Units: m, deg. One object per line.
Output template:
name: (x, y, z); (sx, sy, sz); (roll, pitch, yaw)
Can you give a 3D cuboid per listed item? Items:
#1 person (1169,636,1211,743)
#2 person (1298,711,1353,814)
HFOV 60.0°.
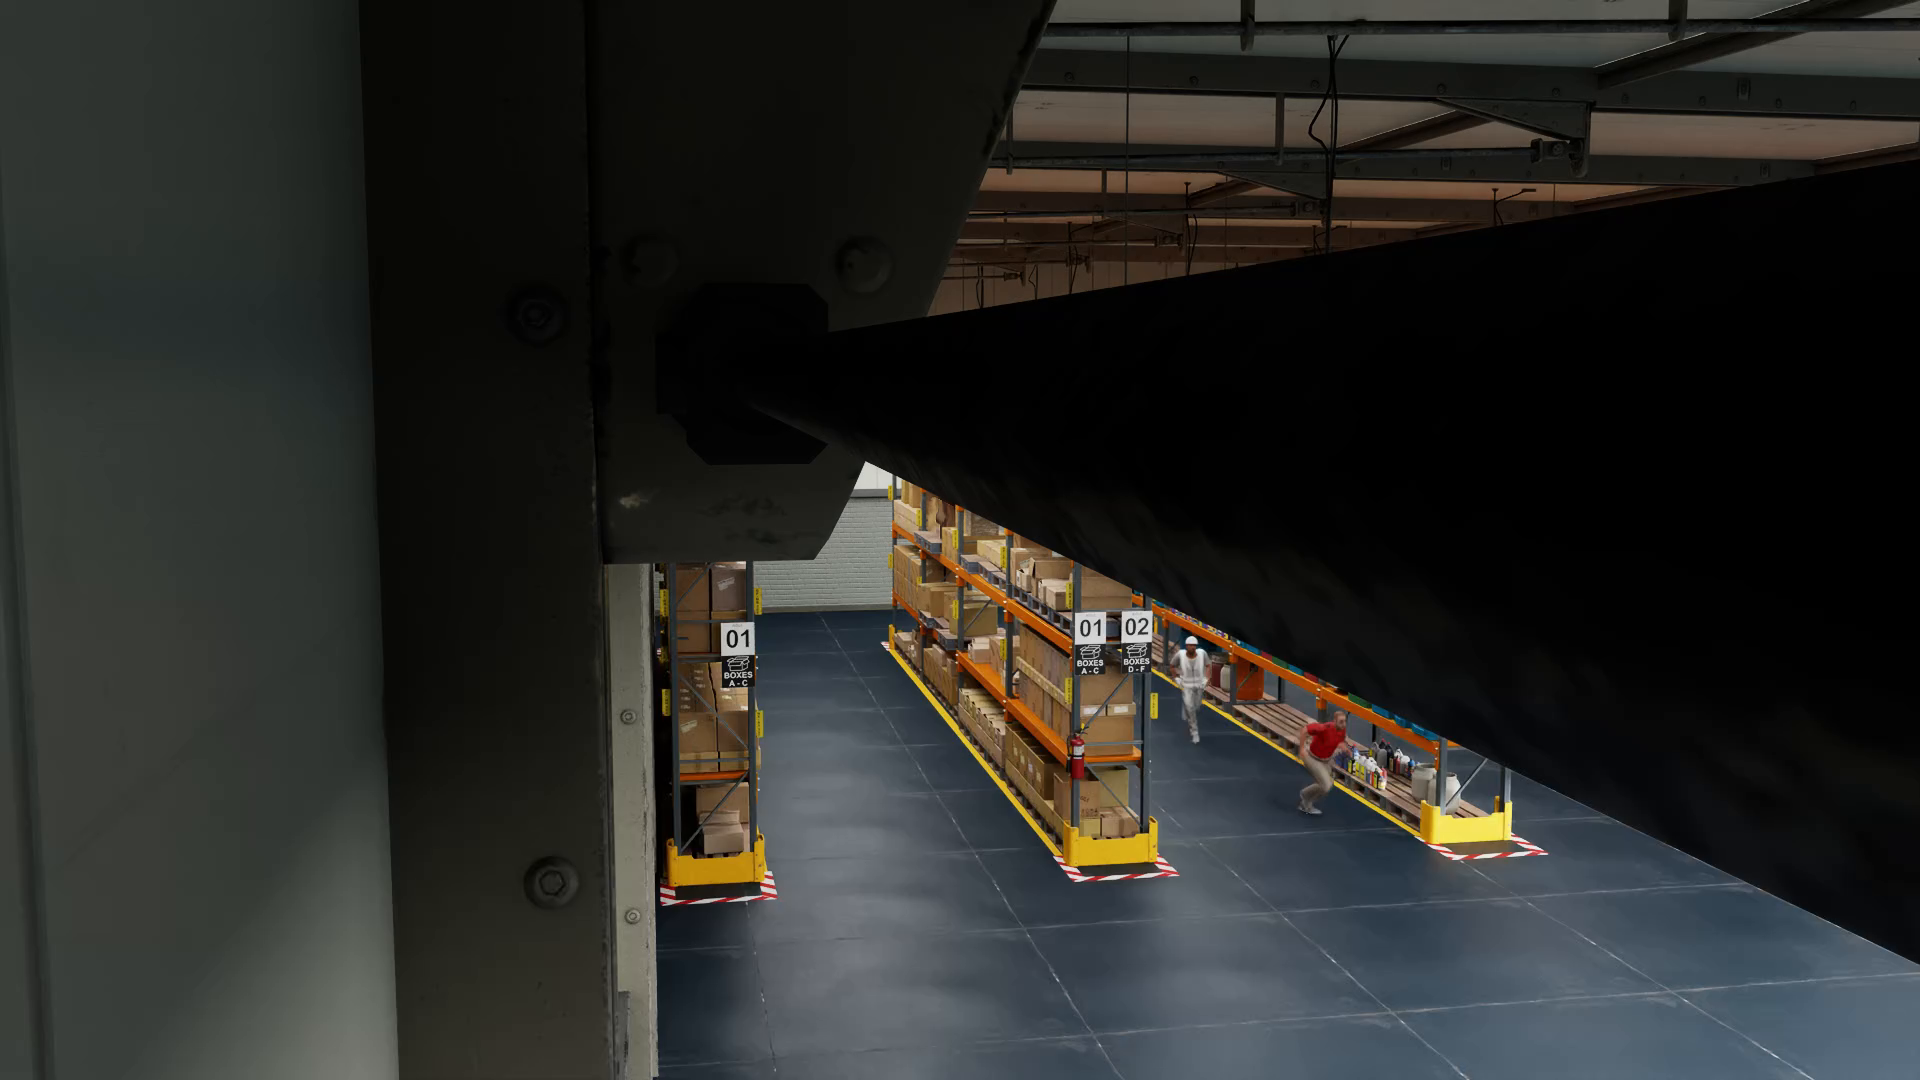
person: (3.865, 2.461, 27.966); (0.680, 1.769, 1.006); (-1, 6, -7)
person: (4.998, 3.086, 22.948); (0.694, 1.547, 0.881); (-5, 8, -37)
